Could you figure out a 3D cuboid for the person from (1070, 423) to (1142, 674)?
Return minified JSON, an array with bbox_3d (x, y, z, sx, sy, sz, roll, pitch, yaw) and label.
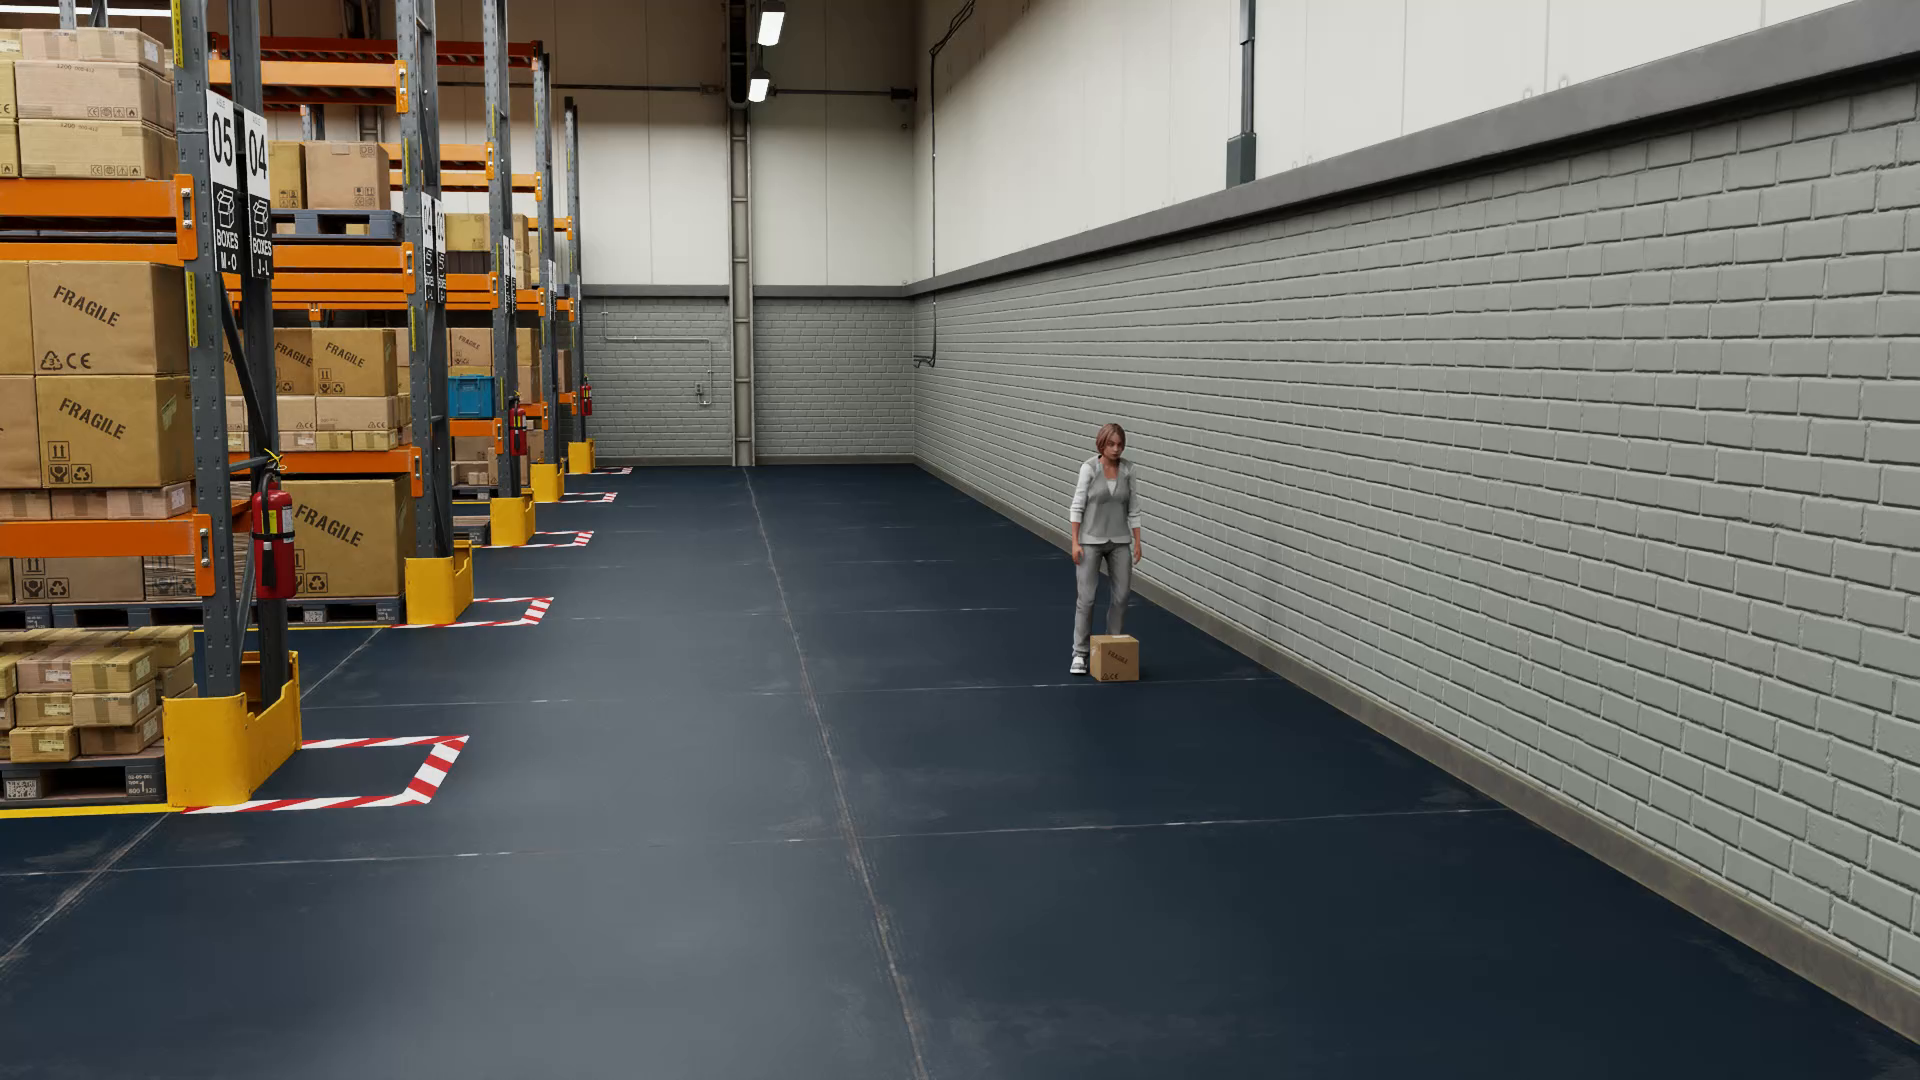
[{"bbox_3d":[0.928,0.048,10.621,0.477,1.593,0.346,-1,7,-10],"label":"person"}]
